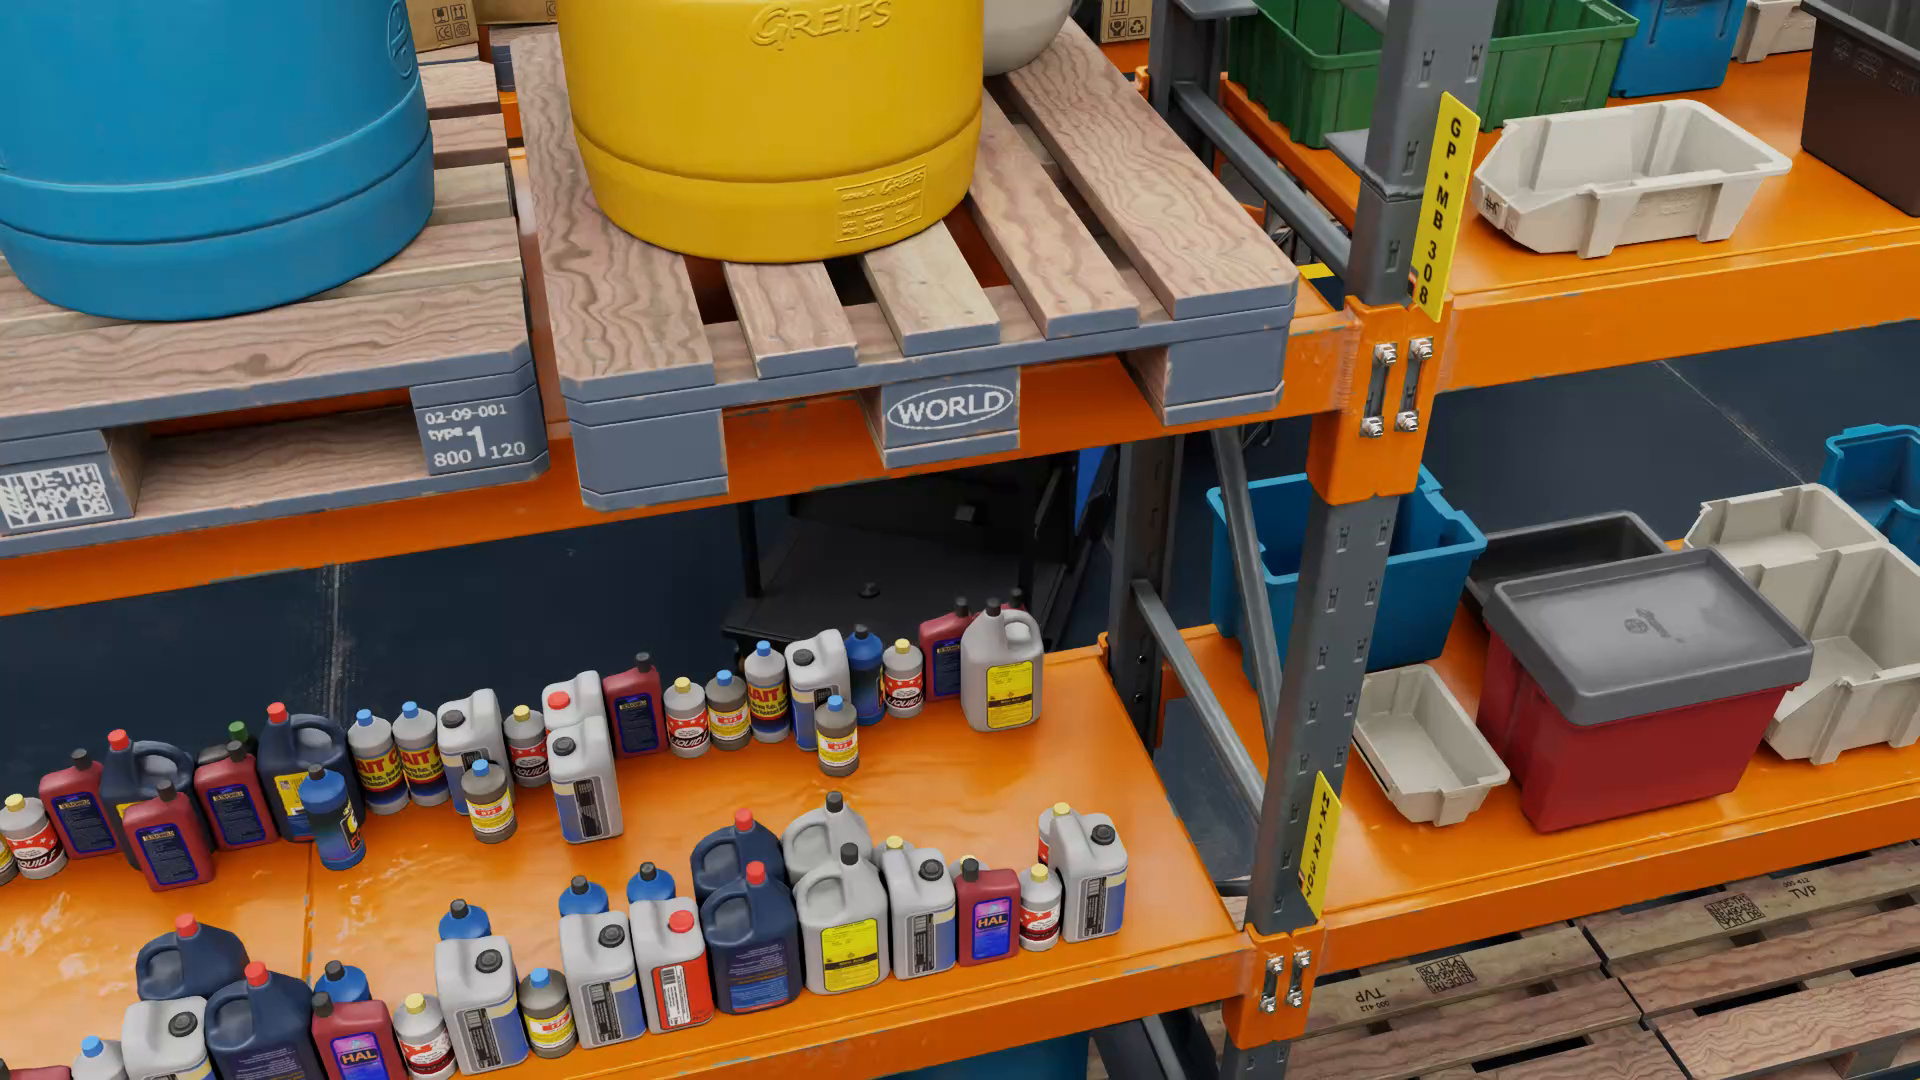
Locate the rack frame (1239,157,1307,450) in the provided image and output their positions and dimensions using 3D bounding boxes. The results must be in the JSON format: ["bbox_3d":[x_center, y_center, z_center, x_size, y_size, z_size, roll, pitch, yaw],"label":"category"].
[{"bbox_3d":[1.267,-1.181,6.565,0.015,2.100,0.400,21,42,25],"label":"rack frame"}]

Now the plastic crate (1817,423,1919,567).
[{"bbox_3d":[2.540,-0.100,4.500,0.300,0.233,0.416,-9,38,-12],"label":"plastic crate"}]

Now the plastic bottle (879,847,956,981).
[{"bbox_3d":[-0.086,0.748,3.405,0.135,0.276,0.152,-9,38,-12],"label":"plastic bottle"}]

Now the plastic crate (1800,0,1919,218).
[{"bbox_3d":[1.834,-0.787,2.948,0.590,0.269,0.497,-9,38,-12],"label":"plastic crate"}]

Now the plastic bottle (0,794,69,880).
[{"bbox_3d":[-2.022,0.635,3.615,0.097,0.201,0.097,0,37,0],"label":"plastic bottle"}]

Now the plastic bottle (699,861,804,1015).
[{"bbox_3d":[-0.417,0.775,3.308,0.185,0.351,0.144,-9,38,-12],"label":"plastic bottle"}]

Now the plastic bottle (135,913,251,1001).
[{"bbox_3d":[-1.472,0.853,3.207,0.185,0.351,0.144,-9,38,-12],"label":"plastic bottle"}]

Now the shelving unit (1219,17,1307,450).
[{"bbox_3d":[1.060,-1.259,6.667,0.503,2.100,0.431,21,42,25],"label":"shelving unit"}]

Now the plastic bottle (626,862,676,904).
[{"bbox_3d":[-0.623,0.760,3.394,0.097,0.271,0.097,0,37,0],"label":"plastic bottle"}]

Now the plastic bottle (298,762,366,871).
[{"bbox_3d":[-1.370,0.591,3.615,0.097,0.271,0.097,0,37,0],"label":"plastic bottle"}]

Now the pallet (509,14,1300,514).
[{"bbox_3d":[-0.168,-0.546,2.682,1.003,0.211,1.213,-9,38,-12],"label":"pallet"}]

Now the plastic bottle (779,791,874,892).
[{"bbox_3d":[-0.276,0.661,3.457,0.185,0.351,0.144,-9,38,-12],"label":"plastic bottle"}]

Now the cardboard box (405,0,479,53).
[{"bbox_3d":[-2.414,-2.408,7.001,0.500,0.500,0.700,-19,41,-23],"label":"cardboard box"}]

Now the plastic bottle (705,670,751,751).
[{"bbox_3d":[-0.549,0.393,3.931,0.097,0.201,0.097,0,37,0],"label":"plastic bottle"}]

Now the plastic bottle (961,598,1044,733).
[{"bbox_3d":[0.100,0.280,3.955,0.185,0.351,0.144,-9,38,-12],"label":"plastic bottle"}]

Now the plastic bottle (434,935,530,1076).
[{"bbox_3d":[-0.926,0.886,3.225,0.135,0.276,0.152,-9,38,-12],"label":"plastic bottle"}]

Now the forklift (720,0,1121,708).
[{"bbox_3d":[-0.186,-0.761,5.333,1.130,2.935,3.031,10,38,12],"label":"forklift"}]

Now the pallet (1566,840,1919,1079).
[{"bbox_3d":[2.443,1.162,5.058,1.213,0.211,1.003,-9,38,-12],"label":"pallet"}]

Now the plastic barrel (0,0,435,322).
[{"bbox_3d":[-1.044,-0.808,2.111,0.708,0.901,0.600,-9,38,-12],"label":"plastic barrel"}]

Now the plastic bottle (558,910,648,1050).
[{"bbox_3d":[-0.702,0.849,3.273,0.135,0.276,0.152,-9,38,-12],"label":"plastic bottle"}]

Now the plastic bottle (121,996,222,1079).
[{"bbox_3d":[-1.457,0.973,3.111,0.135,0.276,0.152,-9,38,-12],"label":"plastic bottle"}]

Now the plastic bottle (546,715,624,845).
[{"bbox_3d":[-0.837,0.524,3.698,0.135,0.276,0.152,-9,38,-12],"label":"plastic bottle"}]

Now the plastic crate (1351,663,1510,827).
[{"bbox_3d":[1.050,0.480,3.822,0.243,0.136,0.396,-9,38,-12],"label":"plastic crate"}]

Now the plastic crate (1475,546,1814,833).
[{"bbox_3d":[1.491,0.345,3.728,0.583,0.464,0.402,-9,38,-12],"label":"plastic crate"}]

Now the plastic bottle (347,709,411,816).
[{"bbox_3d":[-1.314,0.491,3.745,0.097,0.271,0.097,0,37,0],"label":"plastic bottle"}]

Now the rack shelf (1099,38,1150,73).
[{"bbox_3d":[1.206,-2.548,8.205,4.000,0.370,1.077,-9,38,-12],"label":"rack shelf"}]

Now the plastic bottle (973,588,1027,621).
[{"bbox_3d":[0.098,0.243,4.059,0.133,0.283,0.061,-9,38,-12],"label":"plastic bottle"}]

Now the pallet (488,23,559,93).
[{"bbox_3d":[-1.524,-2.378,7.548,1.213,0.211,1.003,-9,38,-12],"label":"pallet"}]

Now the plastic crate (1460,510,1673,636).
[{"bbox_3d":[1.574,0.139,4.276,0.590,0.125,0.437,-9,38,-12],"label":"plastic crate"}]

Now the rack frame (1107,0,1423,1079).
[{"bbox_3d":[0.563,0.389,3.773,0.127,3.000,1.000,-9,38,-12],"label":"rack frame"}]

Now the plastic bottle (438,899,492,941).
[{"bbox_3d":[-0.977,0.818,3.318,0.097,0.271,0.097,0,37,0],"label":"plastic bottle"}]

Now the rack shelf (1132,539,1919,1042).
[{"bbox_3d":[2.494,0.358,4.406,4.000,0.370,1.077,-9,38,-12],"label":"rack shelf"}]

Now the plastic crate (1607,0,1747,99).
[{"bbox_3d":[1.359,-1.068,3.346,0.300,0.233,0.416,-9,38,-12],"label":"plastic crate"}]

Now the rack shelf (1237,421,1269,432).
[{"bbox_3d":[1.060,-0.693,7.102,0.480,0.518,0.431,21,42,25],"label":"rack shelf"}]

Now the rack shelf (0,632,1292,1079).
[{"bbox_3d":[-1.367,0.991,3.577,4.000,0.370,1.077,-9,38,-12],"label":"rack shelf"}]

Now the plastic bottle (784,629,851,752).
[{"bbox_3d":[-0.336,0.346,3.931,0.135,0.276,0.152,-9,38,-12],"label":"plastic bottle"}]

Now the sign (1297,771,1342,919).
[{"bbox_3d":[0.705,0.602,3.267,0.005,0.325,0.100,-9,38,-12],"label":"sign"}]

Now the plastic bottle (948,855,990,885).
[{"bbox_3d":[0.018,0.740,3.478,0.097,0.201,0.097,0,37,0],"label":"plastic bottle"}]

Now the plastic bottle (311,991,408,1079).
[{"bbox_3d":[-1.138,0.946,3.140,0.133,0.283,0.061,-9,38,-12],"label":"plastic bottle"}]

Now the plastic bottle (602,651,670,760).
[{"bbox_3d":[-0.759,0.384,3.876,0.133,0.283,0.061,-9,38,-12],"label":"plastic bottle"}]

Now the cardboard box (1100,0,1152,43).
[{"bbox_3d":[0.816,-2.639,7.648,0.500,0.500,0.500,-10,38,-12],"label":"cardboard box"}]

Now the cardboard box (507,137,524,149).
[{"bbox_3d":[-2.220,-1.905,7.849,0.500,0.250,0.500,-9,38,-12],"label":"cardboard box"}]

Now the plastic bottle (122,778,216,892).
[{"bbox_3d":[-1.700,0.629,3.555,0.133,0.283,0.061,-9,38,-12],"label":"plastic bottle"}]

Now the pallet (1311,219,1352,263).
[{"bbox_3d":[2.294,-1.904,9.066,1.213,0.211,1.003,-9,38,-12],"label":"pallet"}]

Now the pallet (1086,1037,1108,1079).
[{"bbox_3d":[-0.192,1.594,4.492,1.213,0.211,1.003,-9,38,-12],"label":"pallet"}]

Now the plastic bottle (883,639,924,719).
[{"bbox_3d":[-0.137,0.326,4.019,0.097,0.201,0.097,0,37,0],"label":"plastic bottle"}]

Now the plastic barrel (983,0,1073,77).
[{"bbox_3d":[-0.010,-1.087,2.776,0.433,0.535,0.433,0,37,0],"label":"plastic barrel"}]

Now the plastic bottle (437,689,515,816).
[{"bbox_3d":[-1.101,0.471,3.767,0.135,0.276,0.152,-9,38,-12],"label":"plastic bottle"}]

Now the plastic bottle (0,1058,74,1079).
[{"bbox_3d":[-1.669,1.034,3.026,0.133,0.283,0.061,-9,38,-12],"label":"plastic bottle"}]

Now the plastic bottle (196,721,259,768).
[{"bbox_3d":[-1.608,0.523,3.693,0.133,0.283,0.061,-9,38,-12],"label":"plastic bottle"}]

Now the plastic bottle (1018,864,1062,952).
[{"bbox_3d":[0.162,0.754,3.459,0.097,0.201,0.097,0,37,0],"label":"plastic bottle"}]
